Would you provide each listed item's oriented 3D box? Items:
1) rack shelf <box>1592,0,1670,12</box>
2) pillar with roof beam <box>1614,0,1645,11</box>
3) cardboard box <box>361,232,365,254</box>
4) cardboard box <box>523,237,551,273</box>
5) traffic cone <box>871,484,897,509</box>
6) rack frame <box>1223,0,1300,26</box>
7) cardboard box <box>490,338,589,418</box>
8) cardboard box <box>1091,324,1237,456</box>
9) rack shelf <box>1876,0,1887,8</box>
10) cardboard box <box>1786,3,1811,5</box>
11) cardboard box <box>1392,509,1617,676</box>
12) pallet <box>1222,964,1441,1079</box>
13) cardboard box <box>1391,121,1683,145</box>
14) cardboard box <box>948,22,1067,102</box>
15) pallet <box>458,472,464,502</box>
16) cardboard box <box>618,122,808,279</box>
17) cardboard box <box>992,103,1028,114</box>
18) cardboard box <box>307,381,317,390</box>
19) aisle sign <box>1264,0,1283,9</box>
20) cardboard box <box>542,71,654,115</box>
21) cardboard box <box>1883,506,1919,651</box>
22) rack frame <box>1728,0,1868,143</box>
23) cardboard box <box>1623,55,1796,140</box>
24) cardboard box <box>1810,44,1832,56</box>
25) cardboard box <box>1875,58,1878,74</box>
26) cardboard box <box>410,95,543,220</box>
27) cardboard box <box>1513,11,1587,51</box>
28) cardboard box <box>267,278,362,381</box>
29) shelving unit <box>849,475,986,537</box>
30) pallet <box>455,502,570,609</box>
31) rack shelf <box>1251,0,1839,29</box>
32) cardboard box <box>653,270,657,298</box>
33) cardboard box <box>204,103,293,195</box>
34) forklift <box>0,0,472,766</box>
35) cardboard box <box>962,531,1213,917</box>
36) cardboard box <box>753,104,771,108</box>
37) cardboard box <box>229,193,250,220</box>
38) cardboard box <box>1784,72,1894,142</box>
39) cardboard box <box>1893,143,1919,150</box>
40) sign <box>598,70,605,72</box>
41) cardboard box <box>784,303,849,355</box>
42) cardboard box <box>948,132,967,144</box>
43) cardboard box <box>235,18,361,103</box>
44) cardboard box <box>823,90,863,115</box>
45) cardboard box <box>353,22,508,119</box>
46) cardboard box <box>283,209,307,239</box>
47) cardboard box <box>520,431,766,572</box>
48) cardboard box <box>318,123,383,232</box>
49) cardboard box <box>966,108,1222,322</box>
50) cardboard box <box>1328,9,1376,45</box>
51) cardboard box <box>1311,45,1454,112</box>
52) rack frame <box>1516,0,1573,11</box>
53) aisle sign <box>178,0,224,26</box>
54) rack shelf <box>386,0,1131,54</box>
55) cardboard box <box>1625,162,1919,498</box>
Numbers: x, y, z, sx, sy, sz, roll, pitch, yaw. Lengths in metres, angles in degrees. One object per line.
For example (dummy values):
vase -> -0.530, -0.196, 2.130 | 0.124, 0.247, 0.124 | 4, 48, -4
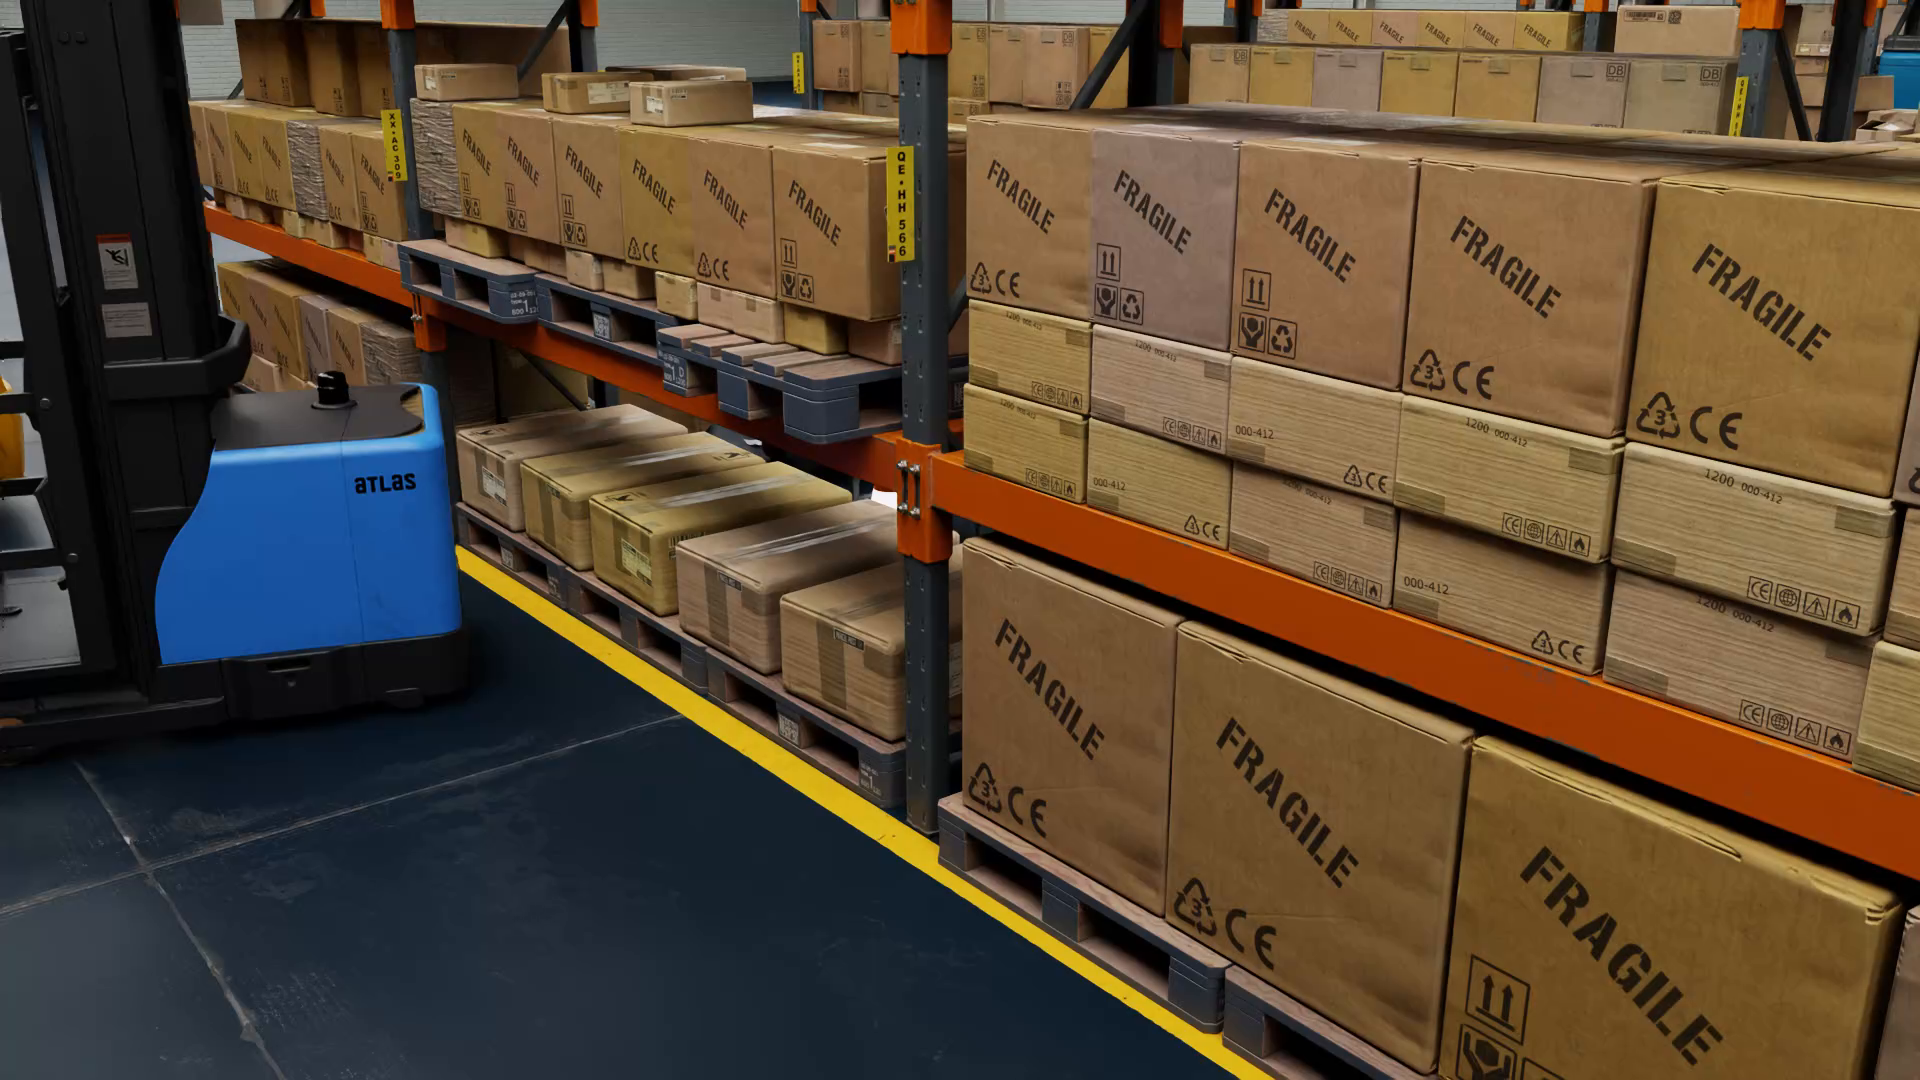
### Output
rack shelf -> 6.778, -4.073, 12.263 | 1.077, 0.370, 4.000 | -14, 23, -36
pillar with roof beam -> 8.714, -10.852, 26.818 | 9.100, 9.000, 0.400 | -14, 23, -36
cardboard box -> -2.932, -1.589, 8.789 | 0.380, 0.149, 0.250 | -14, 23, -36
cardboard box -> -1.626, -1.241, 7.071 | 0.380, 0.149, 0.250 | -14, 23, -35
traffic cone -> -0.365, -0.312, 8.570 | 0.336, 0.463, 0.334 | -14, 23, -36
rack frame -> 3.053, -4.469, 17.086 | 1.000, 3.000, 0.127 | -14, 23, -36
cardboard box -> -2.387, -0.997, 9.115 | 0.500, 0.500, 0.500 | -13, 22, -34
cardboard box -> 0.692, -0.429, 4.329 | 0.500, 0.250, 0.500 | -13, 23, -35
rack shelf -> 10.661, -5.039, 15.182 | 1.077, 0.370, 4.000 | -14, 23, -36
cardboard box -> 11.133, -6.934, 22.308 | 0.700, 0.500, 0.500 | -14, 23, -36
cardboard box -> 1.321, 0.052, 3.672 | 0.500, 0.250, 0.500 | -14, 23, -36
pallet -> 1.435, 1.270, 4.192 | 1.003, 0.211, 1.213 | -14, 23, -36
cardboard box -> 1.406, -0.761, 4.138 | 0.500, 0.500, 0.500 | -14, 23, -36
cardboard box -> 0.388, -3.623, 12.576 | 0.875, 0.550, 0.500 | -14, 23, -36
pallet -> -2.677, -0.384, 9.186 | 1.003, 0.211, 1.213 | -14, 23, -36
cardboard box -> -0.893, -1.258, 6.091 | 0.500, 0.500, 0.500 | -16, 24, -40
cardboard box -> 0.745, -2.987, 12.372 | 0.875, 0.550, 0.550 | -14, 23, -36
cardboard box -> -3.461, -0.792, 9.688 | 0.500, 0.250, 0.500 | -14, 23, -35
aisle sign -> 3.249, -5.777, 16.901 | 0.394, 0.787, 0.004 | -14, 23, -36
cardboard box -> -1.462, -1.812, 6.732 | 0.380, 0.149, 0.250 | -12, 22, -33
cardboard box -> 1.954, 0.073, 2.813 | 0.500, 0.250, 0.500 | -13, 23, -35
rack frame -> 4.069, -1.554, 8.285 | 1.000, 3.000, 0.127 | -14, 23, -36
cardboard box -> 3.798, -2.189, 8.452 | 0.700, 0.500, 0.500 | -14, 23, -36
cardboard box -> 11.370, -6.429, 21.815 | 0.380, 0.149, 0.250 | -14, 23, -37
cardboard box -> 12.064, -5.950, 21.401 | 0.700, 0.500, 0.500 | -13, 22, -35
cardboard box -> -2.166, -1.766, 7.622 | 0.500, 0.500, 0.500 | -13, 23, -35
cardboard box -> 5.041, -4.204, 14.063 | 0.500, 0.500, 0.500 | -14, 23, -36
cardboard box -> -3.783, -1.273, 9.948 | 0.500, 0.500, 0.500 | -13, 23, -35
shelving unit -> -0.050, -0.741, 8.181 | 0.538, 1.500, 1.048 | -15, 25, -37
pallet -> -1.748, -0.034, 8.128 | 1.003, 0.211, 1.213 | -14, 23, -36
rack shelf -> 2.827, -3.130, 9.415 | 1.077, 0.370, 4.000 | -14, 23, -36
cardboard box -> -0.940, -0.999, 6.338 | 0.380, 0.149, 0.250 | -14, 23, -36
cardboard box -> -4.315, -2.425, 10.283 | 0.500, 0.500, 0.500 | -13, 22, -34
forklift -> -3.472, -0.753, 5.973 | 3.031, 2.935, 1.130 | -6, 19, -17
cardboard box -> 0.615, 0.432, 4.997 | 0.875, 0.875, 0.875 | -14, 23, -37
cardboard box -> -1.141, -1.618, 7.176 | 0.500, 0.500, 0.500 | -13, 22, -34
cardboard box -> -4.277, -2.079, 10.269 | 0.380, 0.149, 0.250 | -14, 23, -35
cardboard box -> 6.685, -3.322, 12.792 | 0.797, 0.503, 0.637 | -11, 21, -31
cardboard box -> 4.373, -1.699, 7.508 | 0.380, 0.149, 0.250 | -15, 23, -38
sign -> -1.799, -2.208, 8.416 | 0.100, 0.325, 0.005 | -14, 23, -36
cardboard box -> -0.360, -0.730, 5.527 | 0.380, 0.149, 0.250 | -14, 23, -35
cardboard box -> 0.153, -1.107, 5.635 | 0.500, 0.500, 0.500 | -15, 23, -38
cardboard box -> -4.227, -3.115, 10.774 | 0.700, 0.500, 0.500 | -15, 23, -37
cardboard box -> -0.632, -3.514, 13.965 | 0.875, 0.550, 0.550 | -14, 23, -36
cardboard box -> -2.926, -2.622, 9.287 | 0.700, 0.500, 0.500 | -15, 23, -37
cardboard box -> -3.628, -1.824, 9.500 | 0.380, 0.149, 0.250 | -14, 23, -36
cardboard box -> -1.456, -0.196, 7.694 | 0.950, 0.372, 0.625 | -12, 22, -33
cardboard box -> -3.028, -1.924, 8.769 | 0.500, 0.500, 0.500 | -13, 22, -34
cardboard box -> 0.366, -0.916, 4.608 | 0.500, 0.500, 0.500 | -15, 23, -38
cardboard box -> 3.797, -4.696, 15.549 | 0.500, 0.500, 0.500 | -14, 23, -36
cardboard box -> 2.533, -2.690, 9.965 | 0.700, 0.500, 0.500 | -14, 23, -36
rack frame -> 6.935, -5.435, 20.006 | 1.000, 3.000, 0.127 | -14, 23, -36
aisle sign -> -4.997, -3.723, 10.700 | 0.394, 0.787, 0.004 | -14, 23, -36
rack shelf -> -0.990, -2.139, 6.422 | 1.077, 0.370, 4.000 | -14, 23, -36
cardboard box -> 1.634, -0.416, 3.096 | 0.500, 0.500, 0.500 | -13, 22, -34
